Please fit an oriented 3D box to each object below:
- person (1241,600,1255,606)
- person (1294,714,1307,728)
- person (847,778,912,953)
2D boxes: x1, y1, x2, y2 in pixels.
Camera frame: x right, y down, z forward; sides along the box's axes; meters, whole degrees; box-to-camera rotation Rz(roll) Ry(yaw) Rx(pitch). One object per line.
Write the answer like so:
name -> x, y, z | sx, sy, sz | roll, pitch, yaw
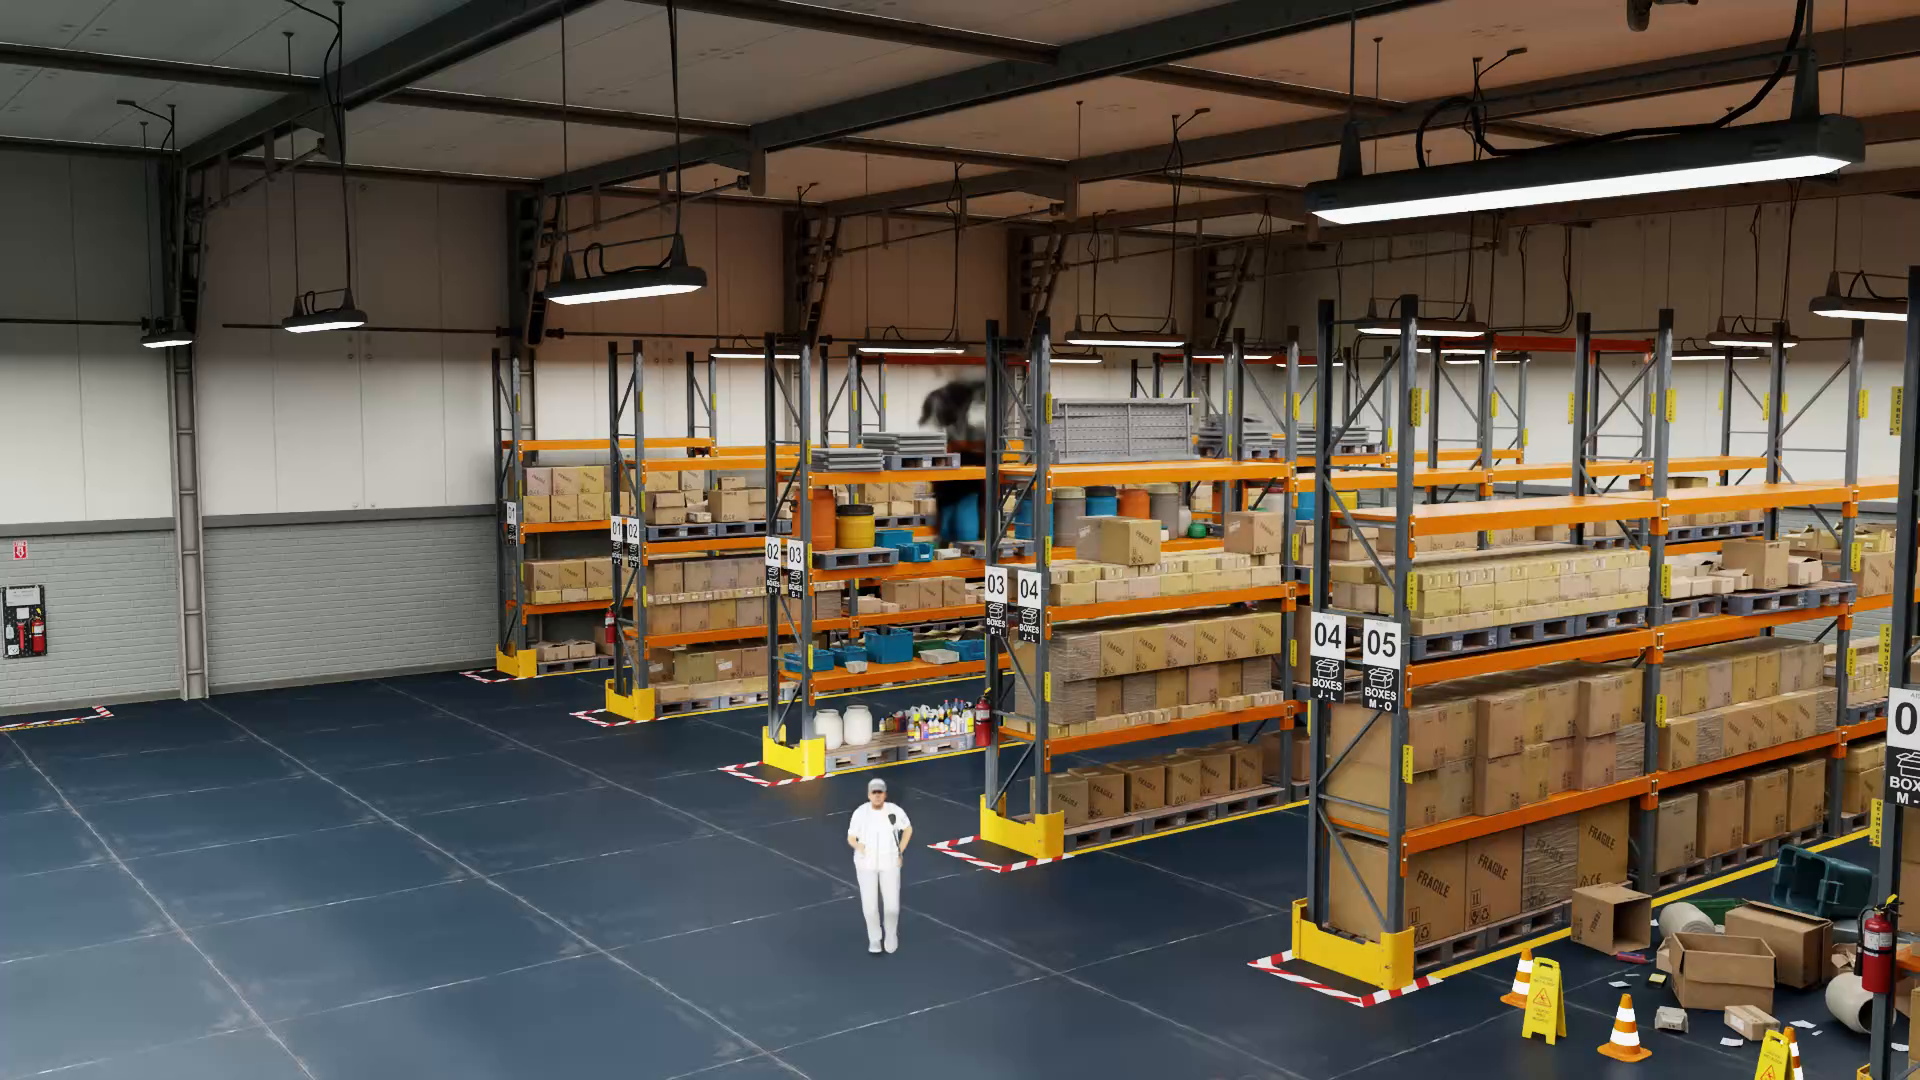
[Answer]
person -> 5.474, 1.570, 32.097 | 0.526, 1.562, 0.531 | 4, 6, 39
person -> 4.796, 2.214, 24.044 | 0.935, 1.658, 0.598 | -4, 7, -41
person -> -0.740, 3.009, 15.241 | 0.591, 1.638, 0.576 | 0, 5, 0
